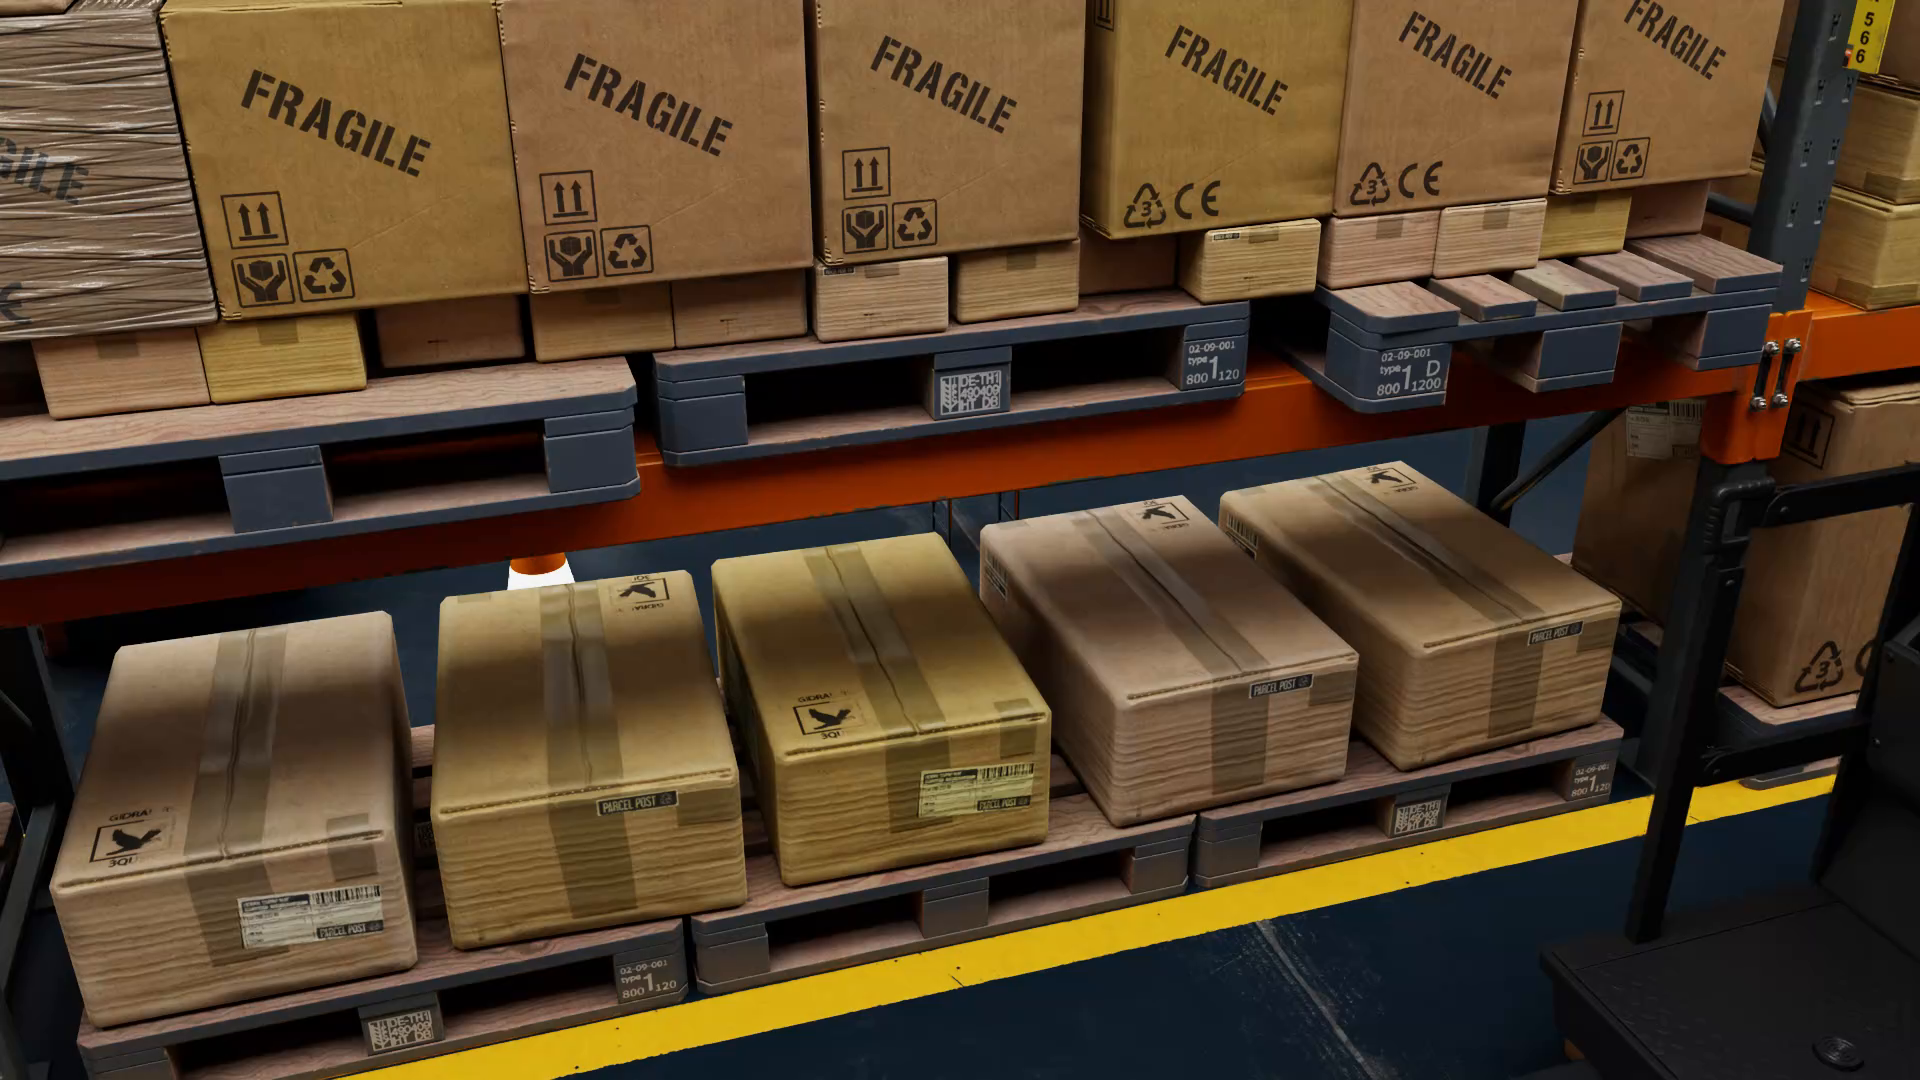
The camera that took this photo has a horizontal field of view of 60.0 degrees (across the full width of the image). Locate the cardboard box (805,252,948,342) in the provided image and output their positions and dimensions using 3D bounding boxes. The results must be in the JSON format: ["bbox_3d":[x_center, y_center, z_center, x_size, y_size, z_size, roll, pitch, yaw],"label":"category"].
[{"bbox_3d":[-0.193,-0.528,3.250,0.250,0.149,0.380,-7,27,-14],"label":"cardboard box"}]

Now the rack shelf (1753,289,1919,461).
[{"bbox_3d":[3.641,-0.846,4.889,4.000,0.370,1.077,-8,28,-16],"label":"rack shelf"}]

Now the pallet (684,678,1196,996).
[{"bbox_3d":[-0.162,0.630,4.244,1.213,0.211,1.003,-8,28,-16],"label":"pallet"}]

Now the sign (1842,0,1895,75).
[{"bbox_3d":[1.917,-1.148,3.475,0.005,0.325,0.100,-8,28,-16],"label":"sign"}]

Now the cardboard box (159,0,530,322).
[{"bbox_3d":[-1.053,-0.720,2.909,0.500,0.500,0.500,-8,28,-16],"label":"cardboard box"}]

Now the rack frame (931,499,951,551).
[{"bbox_3d":[-0.065,-0.461,5.498,0.008,1.050,0.200,-8,28,-16],"label":"rack frame"}]

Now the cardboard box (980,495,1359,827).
[{"bbox_3d":[0.500,0.275,4.306,0.625,0.372,0.950,-9,28,-17],"label":"cardboard box"}]

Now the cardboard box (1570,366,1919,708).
[{"bbox_3d":[2.422,-0.189,4.675,0.875,0.875,0.875,-8,28,-17],"label":"cardboard box"}]

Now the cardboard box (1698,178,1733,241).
[{"bbox_3d":[2.140,-1.005,4.569,0.500,0.250,0.500,-9,28,-18],"label":"cardboard box"}]

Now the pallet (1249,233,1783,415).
[{"bbox_3d":[1.095,-0.664,3.929,1.003,0.211,1.213,-8,28,-16],"label":"pallet"}]

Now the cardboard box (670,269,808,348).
[{"bbox_3d":[-0.461,-0.513,3.220,0.250,0.149,0.380,-8,28,-16],"label":"cardboard box"}]

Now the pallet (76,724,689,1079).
[{"bbox_3d":[-1.324,0.799,3.902,1.213,0.211,1.003,-8,28,-16],"label":"pallet"}]

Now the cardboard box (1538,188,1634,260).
[{"bbox_3d":[1.268,-0.756,3.710,0.250,0.149,0.380,-8,27,-15],"label":"cardboard box"}]

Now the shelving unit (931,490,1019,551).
[{"bbox_3d":[0.051,-0.478,5.531,0.252,1.050,0.215,-8,28,-16],"label":"shelving unit"}]

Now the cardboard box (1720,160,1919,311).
[{"bbox_3d":[2.283,-0.786,4.130,0.500,0.250,0.500,-9,28,-17],"label":"cardboard box"}]

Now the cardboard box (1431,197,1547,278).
[{"bbox_3d":[1.043,-0.702,3.602,0.250,0.149,0.380,-8,28,-17],"label":"cardboard box"}]

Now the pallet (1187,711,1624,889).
[{"bbox_3d":[0.996,0.463,4.579,1.213,0.211,1.003,-8,28,-16],"label":"pallet"}]

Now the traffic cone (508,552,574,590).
[{"bbox_3d":[-1.318,0.032,5.166,0.334,0.463,0.336,-8,28,-16],"label":"traffic cone"}]

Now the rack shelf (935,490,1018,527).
[{"bbox_3d":[0.051,-0.219,5.660,0.240,0.259,0.215,-8,28,-16],"label":"rack shelf"}]

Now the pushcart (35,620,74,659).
[{"bbox_3d":[-2.817,-0.124,5.576,0.936,0.377,1.648,-19,32,-33],"label":"pushcart"}]

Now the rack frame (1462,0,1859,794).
[{"bbox_3d":[1.740,-0.893,4.175,0.127,3.000,1.000,-8,28,-16],"label":"rack frame"}]

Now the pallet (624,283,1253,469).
[{"bbox_3d":[-0.130,-0.517,3.633,1.213,0.211,1.003,-8,28,-16],"label":"pallet"}]

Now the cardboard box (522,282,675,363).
[{"bbox_3d":[-0.697,-0.480,3.153,0.250,0.149,0.380,-8,27,-15],"label":"cardboard box"}]

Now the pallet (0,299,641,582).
[{"bbox_3d":[-1.292,-0.300,3.196,1.213,0.211,1.003,-8,28,-16],"label":"pallet"}]

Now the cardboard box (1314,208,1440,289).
[{"bbox_3d":[0.801,-0.671,3.539,0.250,0.149,0.380,-10,28,-19],"label":"cardboard box"}]

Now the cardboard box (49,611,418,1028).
[{"bbox_3d":[-1.566,0.574,3.704,0.625,0.372,0.950,-8,27,-15],"label":"cardboard box"}]

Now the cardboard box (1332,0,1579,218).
[{"bbox_3d":[0.905,-1.003,3.477,0.500,0.500,0.500,-9,28,-17],"label":"cardboard box"}]

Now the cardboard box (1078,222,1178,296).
[{"bbox_3d":[0.265,-0.646,3.488,0.250,0.149,0.380,-8,28,-16],"label":"cardboard box"}]

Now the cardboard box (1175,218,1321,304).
[{"bbox_3d":[0.543,-0.627,3.451,0.250,0.149,0.380,-8,27,-15],"label":"cardboard box"}]

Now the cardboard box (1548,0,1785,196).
[{"bbox_3d":[1.393,-1.079,3.630,0.500,0.500,0.500,-9,28,-18],"label":"cardboard box"}]

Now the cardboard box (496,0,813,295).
[{"bbox_3d":[-0.579,-0.783,3.034,0.500,0.500,0.500,-8,28,-16],"label":"cardboard box"}]

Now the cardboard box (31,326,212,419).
[{"bbox_3d":[-1.440,-0.360,2.912,0.250,0.149,0.380,-8,27,-15],"label":"cardboard box"}]

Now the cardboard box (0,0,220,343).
[{"bbox_3d":[-1.529,-0.651,2.769,0.500,0.500,0.500,-8,27,-15],"label":"cardboard box"}]

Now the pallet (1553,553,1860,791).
[{"bbox_3d":[2.513,0.280,4.949,1.213,0.211,1.003,-8,28,-16],"label":"pallet"}]

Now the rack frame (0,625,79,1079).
[{"bbox_3d":[-2.064,-0.342,3.065,0.127,3.000,1.000,-8,28,-16],"label":"rack frame"}]

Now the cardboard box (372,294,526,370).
[{"bbox_3d":[-0.954,-0.462,3.117,0.250,0.149,0.380,-6,27,-13],"label":"cardboard box"}]

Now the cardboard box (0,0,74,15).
[{"bbox_3d":[-1.507,-0.914,2.568,0.250,0.149,0.380,-8,28,-16],"label":"cardboard box"}]

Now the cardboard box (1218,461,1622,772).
[{"bbox_3d":[1.199,0.170,4.517,0.625,0.372,0.950,-10,28,-20],"label":"cardboard box"}]

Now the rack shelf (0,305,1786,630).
[{"bbox_3d":[-0.162,-0.295,3.780,4.000,0.370,1.077,-8,28,-16],"label":"rack shelf"}]

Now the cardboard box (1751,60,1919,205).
[{"bbox_3d":[2.298,-1.015,4.027,0.500,0.250,0.500,-8,28,-16],"label":"cardboard box"}]

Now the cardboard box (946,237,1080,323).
[{"bbox_3d":[0.052,-0.577,3.349,0.250,0.149,0.380,-9,28,-18],"label":"cardboard box"}]

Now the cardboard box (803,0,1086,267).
[{"bbox_3d":[-0.094,-0.858,3.186,0.500,0.500,0.500,-9,28,-18],"label":"cardboard box"}]

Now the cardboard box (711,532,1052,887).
[{"bbox_3d":[-0.223,0.377,4.100,0.625,0.372,0.950,-7,27,-14],"label":"cardboard box"}]

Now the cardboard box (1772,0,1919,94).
[{"bbox_3d":[2.284,-1.350,3.859,0.500,0.500,0.500,-9,28,-18],"label":"cardboard box"}]

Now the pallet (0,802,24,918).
[{"bbox_3d":[-2.691,1.015,3.469,1.213,0.211,1.003,-8,28,-16],"label":"pallet"}]

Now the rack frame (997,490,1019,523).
[{"bbox_3d":[0.167,-0.494,5.565,0.008,1.050,0.200,-8,28,-16],"label":"rack frame"}]

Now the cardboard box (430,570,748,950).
[{"bbox_3d":[-0.883,0.473,3.906,0.625,0.372,0.950,-7,27,-13],"label":"cardboard box"}]

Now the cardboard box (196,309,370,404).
[{"bbox_3d":[-1.200,-0.391,2.974,0.250,0.149,0.380,-8,27,-15],"label":"cardboard box"}]

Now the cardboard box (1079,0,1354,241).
[{"bbox_3d":[0.426,-0.933,3.336,0.500,0.500,0.500,-10,28,-20],"label":"cardboard box"}]

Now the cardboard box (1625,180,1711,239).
[{"bbox_3d":[1.501,-0.824,3.846,0.250,0.149,0.380,-7,27,-14],"label":"cardboard box"}]
